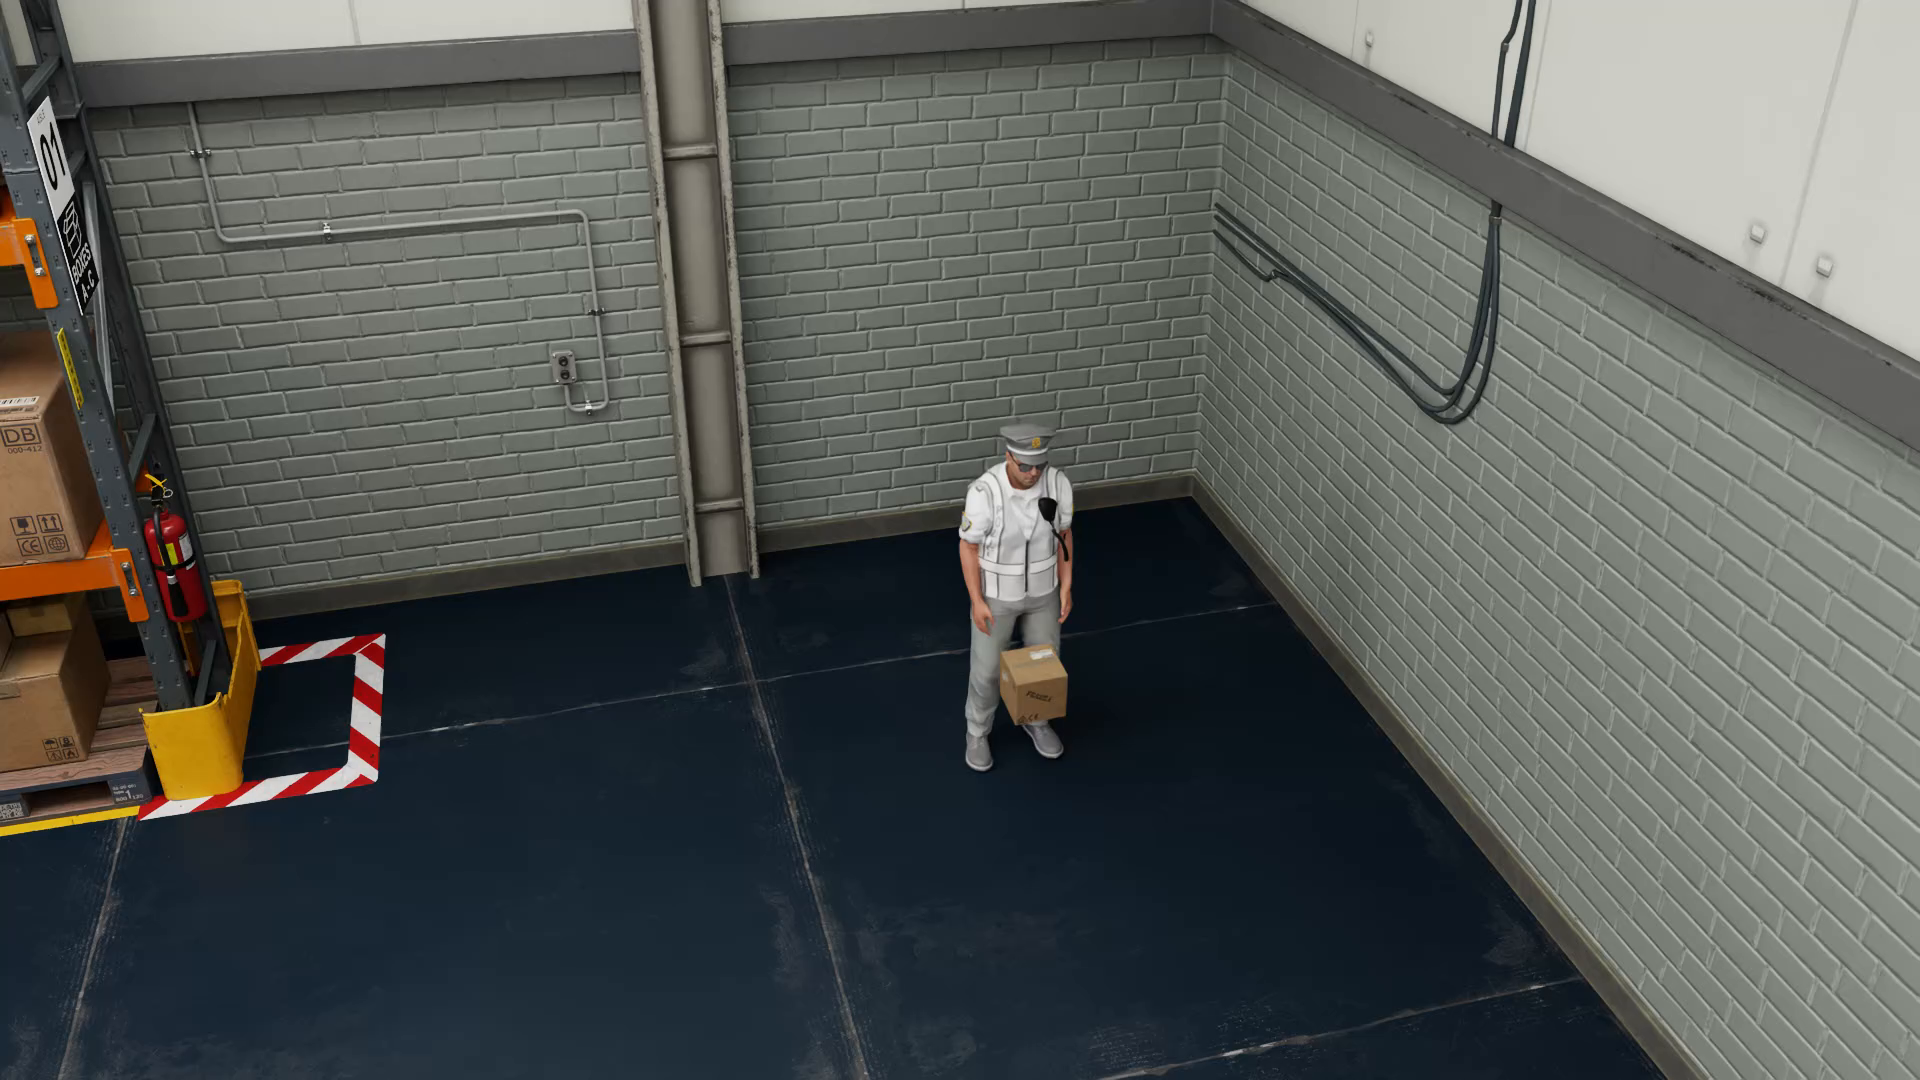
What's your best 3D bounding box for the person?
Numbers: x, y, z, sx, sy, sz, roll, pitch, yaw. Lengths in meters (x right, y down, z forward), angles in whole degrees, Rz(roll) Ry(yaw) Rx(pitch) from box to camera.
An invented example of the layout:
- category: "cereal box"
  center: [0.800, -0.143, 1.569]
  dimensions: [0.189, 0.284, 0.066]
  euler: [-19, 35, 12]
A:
- category: "person"
  center: [0.266, 0.234, 7.821]
  dimensions: [0.560, 1.755, 0.437]
  euler: [-9, 31, -15]
